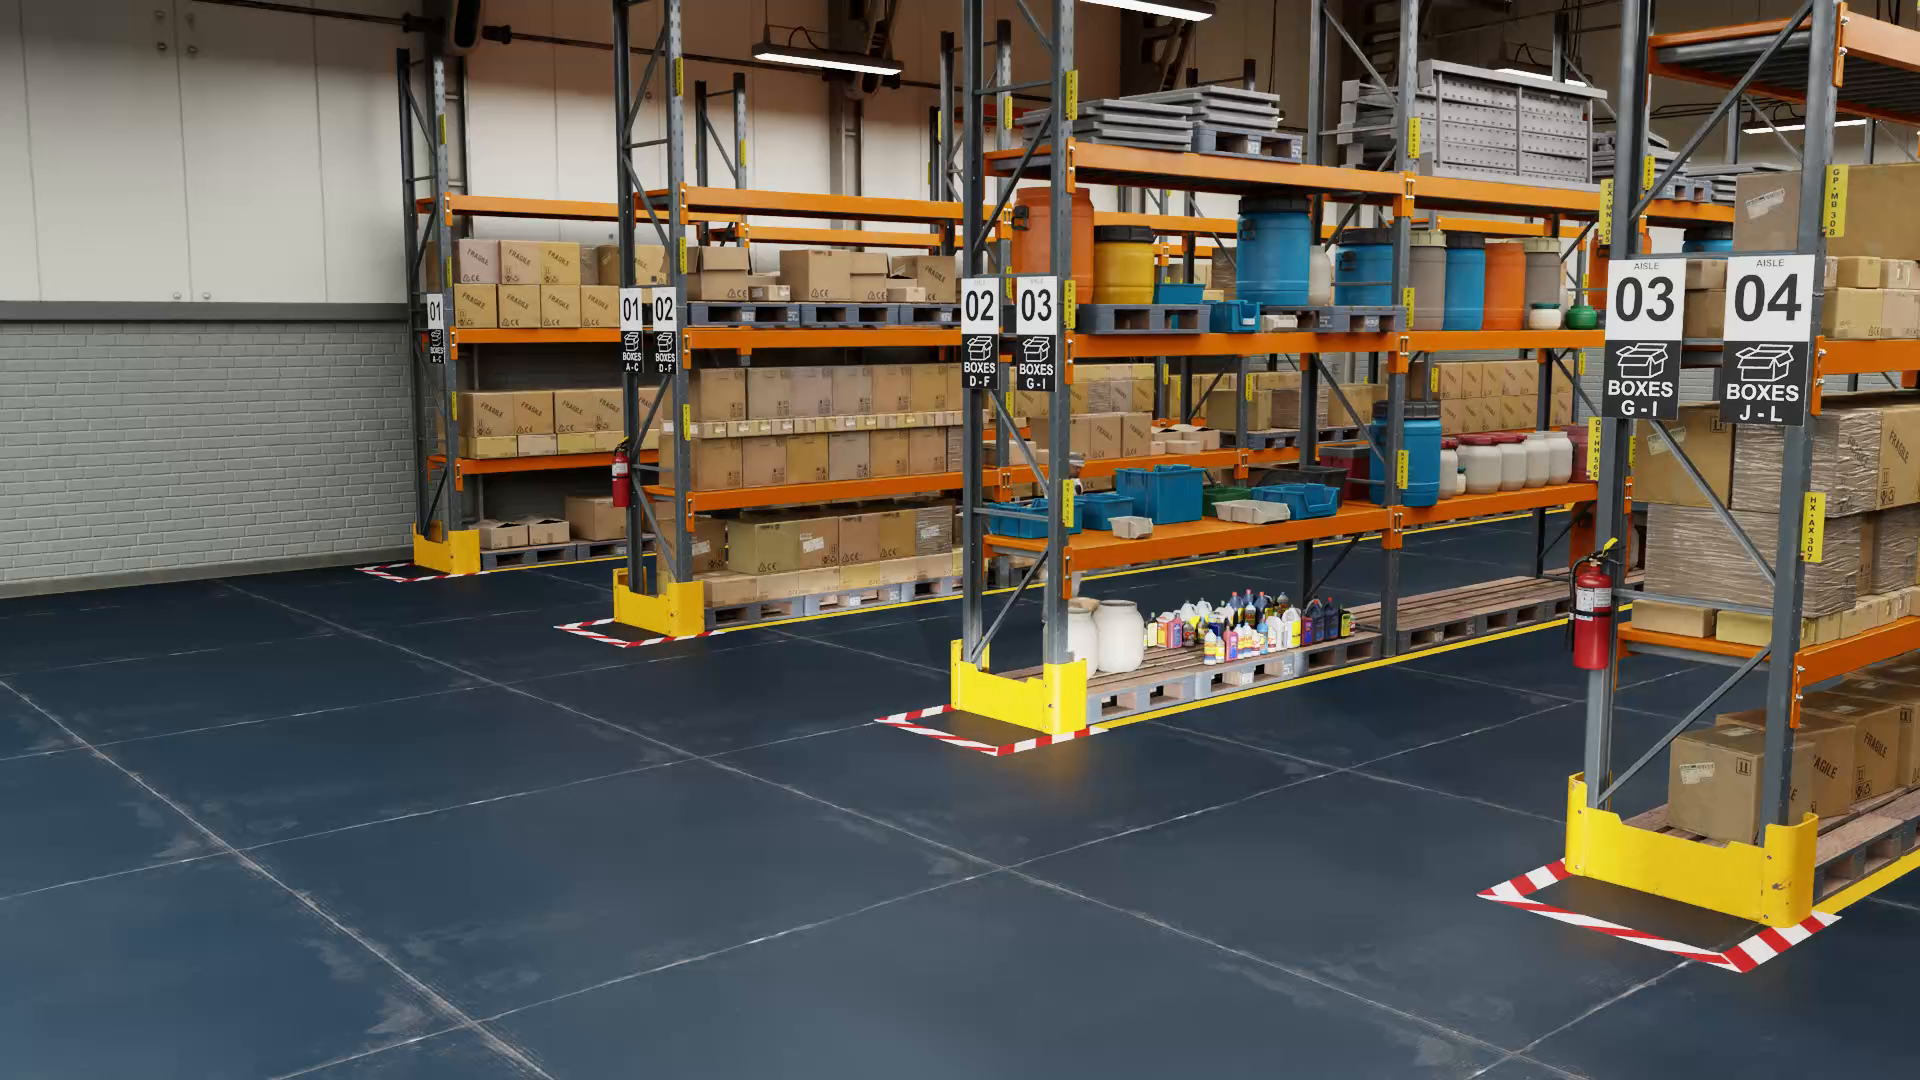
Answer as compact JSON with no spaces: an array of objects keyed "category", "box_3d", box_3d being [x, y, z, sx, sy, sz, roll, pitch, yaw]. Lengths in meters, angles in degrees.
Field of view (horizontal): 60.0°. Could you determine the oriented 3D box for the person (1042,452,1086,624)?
[{"category":"person","box_3d":[0.998,-0.019,15.948,0.516,1.655,0.397,-7,10,-43]}]
